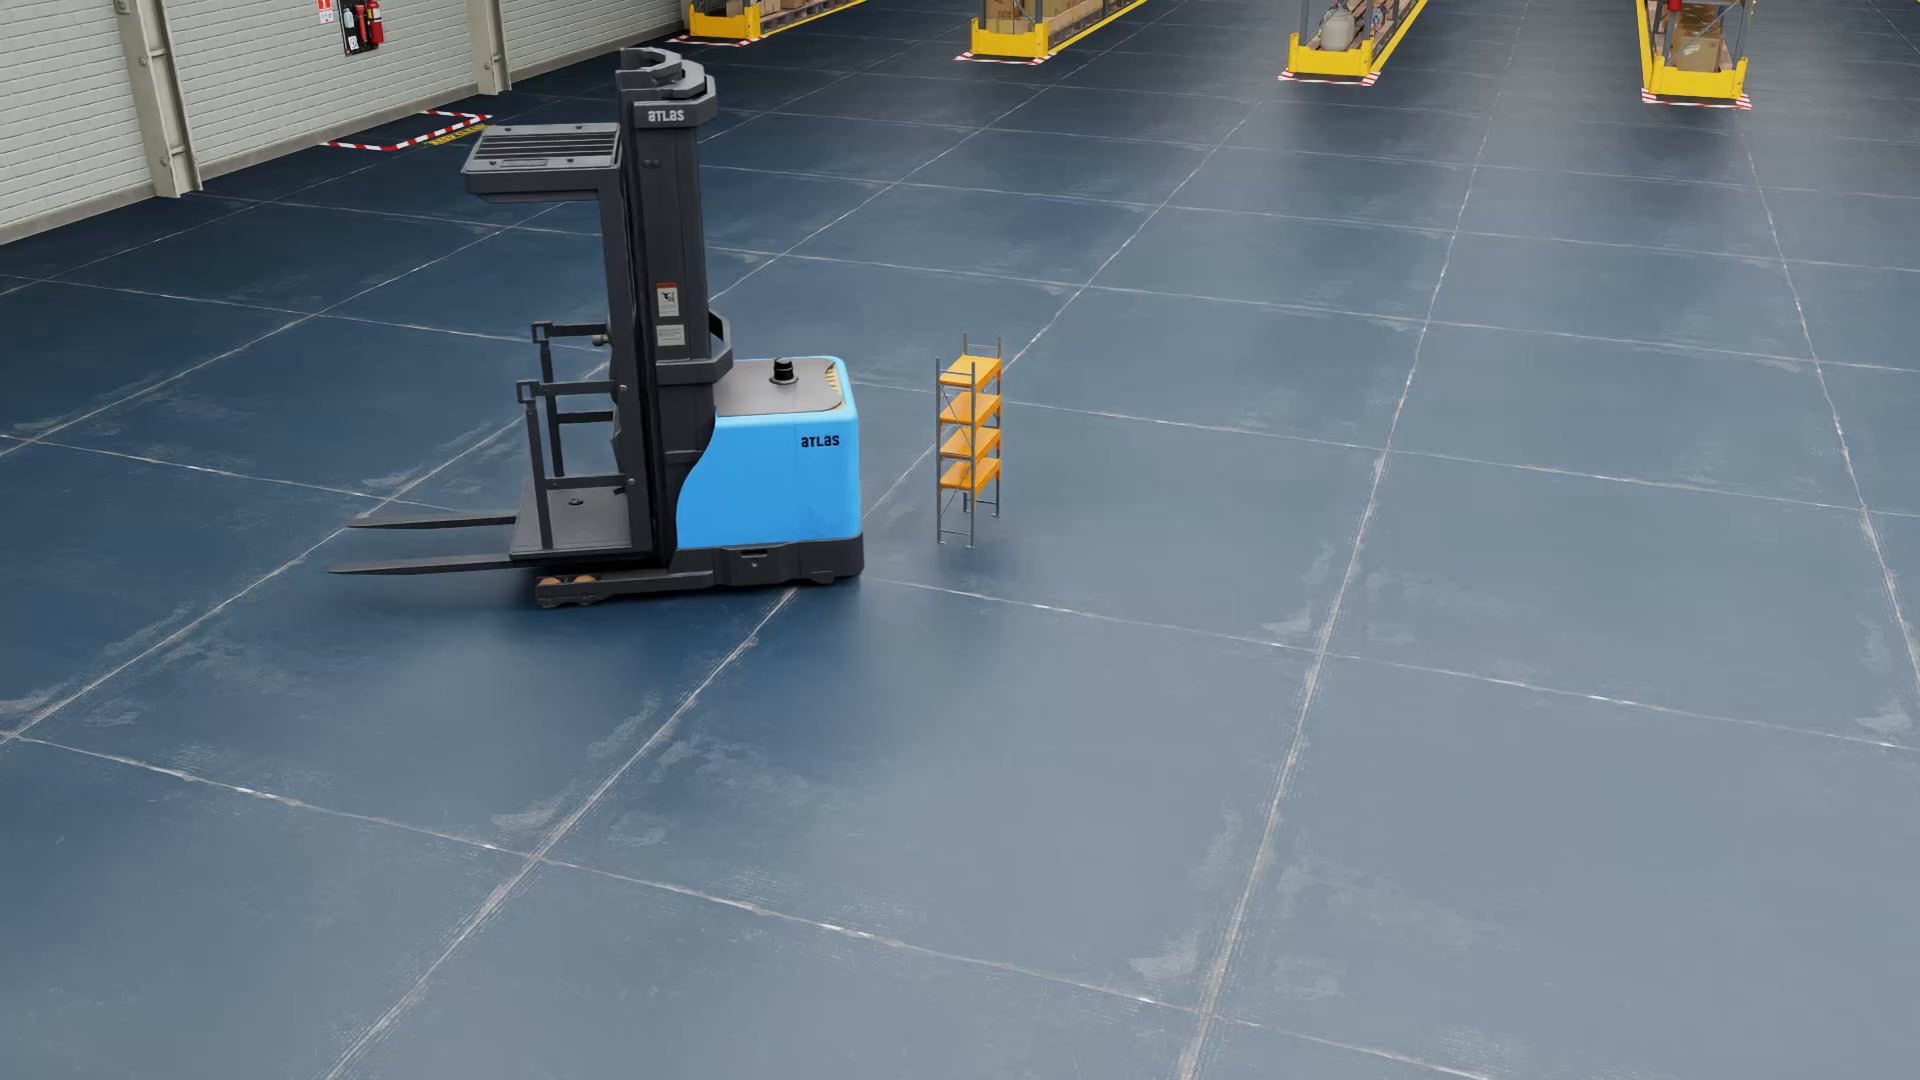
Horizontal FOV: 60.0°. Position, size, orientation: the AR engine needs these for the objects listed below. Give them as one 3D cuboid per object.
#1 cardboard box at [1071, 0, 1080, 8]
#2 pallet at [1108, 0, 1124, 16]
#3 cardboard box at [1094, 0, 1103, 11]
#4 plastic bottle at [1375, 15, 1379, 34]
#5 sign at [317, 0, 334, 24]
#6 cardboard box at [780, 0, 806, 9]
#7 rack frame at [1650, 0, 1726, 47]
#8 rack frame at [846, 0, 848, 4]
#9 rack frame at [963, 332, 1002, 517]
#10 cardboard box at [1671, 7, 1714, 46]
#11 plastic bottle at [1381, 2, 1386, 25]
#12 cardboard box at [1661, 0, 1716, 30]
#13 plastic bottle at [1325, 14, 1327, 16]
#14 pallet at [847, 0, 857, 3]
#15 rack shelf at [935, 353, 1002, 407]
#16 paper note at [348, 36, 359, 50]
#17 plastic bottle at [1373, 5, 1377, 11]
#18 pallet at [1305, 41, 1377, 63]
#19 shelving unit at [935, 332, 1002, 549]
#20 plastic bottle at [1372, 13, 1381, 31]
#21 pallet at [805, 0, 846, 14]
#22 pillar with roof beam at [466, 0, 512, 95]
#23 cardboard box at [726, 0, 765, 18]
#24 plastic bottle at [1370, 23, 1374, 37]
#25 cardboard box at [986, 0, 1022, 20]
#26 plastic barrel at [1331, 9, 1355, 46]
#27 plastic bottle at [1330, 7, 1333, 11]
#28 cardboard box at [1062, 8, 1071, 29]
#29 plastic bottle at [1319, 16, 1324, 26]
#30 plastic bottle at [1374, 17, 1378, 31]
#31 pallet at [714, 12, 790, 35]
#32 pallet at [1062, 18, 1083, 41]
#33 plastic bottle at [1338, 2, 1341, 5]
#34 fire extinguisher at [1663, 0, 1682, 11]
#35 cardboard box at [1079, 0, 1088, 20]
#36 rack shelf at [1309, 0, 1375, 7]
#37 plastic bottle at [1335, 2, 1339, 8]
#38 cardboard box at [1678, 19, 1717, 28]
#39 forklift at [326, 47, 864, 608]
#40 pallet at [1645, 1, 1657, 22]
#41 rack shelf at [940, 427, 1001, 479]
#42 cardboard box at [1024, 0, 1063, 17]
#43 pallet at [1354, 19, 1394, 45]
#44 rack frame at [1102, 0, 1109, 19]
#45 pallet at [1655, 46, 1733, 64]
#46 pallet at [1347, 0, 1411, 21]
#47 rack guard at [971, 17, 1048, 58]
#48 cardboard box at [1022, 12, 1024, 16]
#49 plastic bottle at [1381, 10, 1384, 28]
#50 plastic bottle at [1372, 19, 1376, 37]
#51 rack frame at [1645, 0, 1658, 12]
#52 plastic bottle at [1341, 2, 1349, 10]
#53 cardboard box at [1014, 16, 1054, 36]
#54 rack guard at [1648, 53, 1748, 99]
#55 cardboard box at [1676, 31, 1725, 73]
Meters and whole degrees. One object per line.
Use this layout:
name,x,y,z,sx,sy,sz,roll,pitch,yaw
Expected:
cardboard box,1.665,-9.014,27.239,0.500,0.500,0.500,9,27,17
pallet,2.315,-9.619,29.873,1.003,0.211,1.213,9,27,17
cardboard box,2.158,-9.294,28.677,0.500,0.250,0.500,9,27,17
plastic bottle,6.557,-8.137,26.239,0.097,0.271,0.097,0,26,0
sign,-7.616,-6.379,19.943,0.001,0.329,0.234,9,27,17
cardboard box,-3.101,-9.511,28.815,0.700,0.500,0.500,7,27,14
rack frame,11.447,-9.127,25.659,1.000,3.000,0.127,9,27,17
rack frame,-2.566,-11.282,30.109,1.000,3.000,0.127,9,27,17
rack frame,0.136,-0.708,10.336,0.240,1.200,0.015,9,27,17
cardboard box,11.093,-7.796,25.296,0.500,0.500,0.500,19,32,34
plastic bottle,6.834,-8.545,26.990,0.144,0.351,0.185,8,27,16
cardboard box,11.672,-8.449,26.622,0.700,0.500,0.500,7,27,13
plastic bottle,5.799,-8.149,26.258,0.152,0.276,0.135,8,27,16
pallet,-2.308,-10.347,31.378,1.003,0.211,1.213,9,27,17
rack shelf,0.055,-0.962,9.958,0.258,0.148,0.480,9,27,17
paper note,-7.459,-6.116,20.451,0.016,0.148,0.142,9,27,17
plastic bottle,6.698,-8.565,27.034,0.144,0.351,0.185,9,27,17
pallet,5.702,-7.318,25.121,1.003,0.211,1.213,9,27,17
shelving unit,0.055,-0.608,10.129,0.258,1.200,0.503,9,27,17
plastic bottle,6.605,-8.233,26.433,0.152,0.276,0.135,9,27,18
pallet,-2.756,-9.746,30.136,1.003,0.211,1.213,9,27,17
pillar with roof beam,-2.417,-9.661,19.878,9.100,9.000,0.400,9,27,17
cardboard box,-3.582,-8.897,27.765,0.500,0.311,0.500,6,26,12
plastic bottle,6.342,-7.871,25.691,0.097,0.271,0.097,0,26,0
cardboard box,0.673,-8.474,26.122,0.500,0.500,0.500,9,27,17
plastic barrel,5.759,-7.758,25.205,0.421,0.512,0.421,0,26,0
plastic bottle,5.912,-8.327,26.542,0.144,0.351,0.185,9,27,17
cardboard box,1.493,-8.472,26.980,0.500,0.250,0.500,9,27,17
plastic bottle,5.665,-8.046,26.038,0.061,0.283,0.133,9,27,19
plastic bottle,6.490,-8.053,26.067,0.097,0.271,0.097,0,26,0
pallet,-3.568,-8.743,28.065,1.003,0.211,1.213,9,27,17
pallet,1.398,-8.486,27.535,1.003,0.211,1.213,9,27,17
plastic bottle,6.257,-8.748,27.502,0.097,0.271,0.097,0,26,0
fire extinguisher,9.643,-7.468,22.321,0.296,0.674,0.183,9,27,17
cardboard box,1.830,-8.883,27.827,0.500,0.250,0.500,9,27,17
rack shelf,6.111,-8.700,25.601,1.077,0.370,4.000,9,27,17
plastic bottle,6.116,-8.579,27.063,0.144,0.351,0.185,10,27,19
cardboard box,10.732,-7.307,24.285,0.500,0.500,0.500,11,28,22
forklift,-2.124,-1.181,9.326,3.031,2.935,1.130,-4,26,-8
pallet,12.517,-9.195,28.998,1.003,0.211,1.213,9,27,17
rack shelf,0.055,-0.548,10.158,0.258,0.148,0.480,9,27,17
cardboard box,1.328,-8.604,26.391,0.500,0.500,0.500,9,27,17
pallet,6.514,-8.320,27.192,1.003,0.211,1.213,9,27,17
rack frame,2.107,-10.565,28.629,1.000,3.000,0.127,9,27,17
pallet,10.853,-7.088,24.647,1.003,0.211,1.213,9,27,17
pallet,7.405,-9.422,29.467,1.003,0.211,1.213,9,27,17
rack guard,0.768,-7.786,25.758,1.175,0.500,0.348,9,27,17
cardboard box,0.830,-8.343,26.713,0.500,0.250,0.500,9,27,17
plastic bottle,6.755,-8.362,26.691,0.061,0.283,0.133,11,28,21
plastic bottle,6.435,-7.967,25.875,0.061,0.283,0.133,9,27,18
rack frame,12.778,-10.771,29.054,1.000,3.000,0.127,9,27,17
plastic bottle,6.252,-8.559,27.019,0.144,0.351,0.185,9,27,17
cardboard box,1.164,-8.061,26.130,0.500,0.250,0.500,9,27,17
rack guard,10.141,-6.389,22.873,1.175,0.500,0.348,9,27,17
cardboard box,10.340,-6.801,23.242,0.500,0.500,0.500,14,29,27
